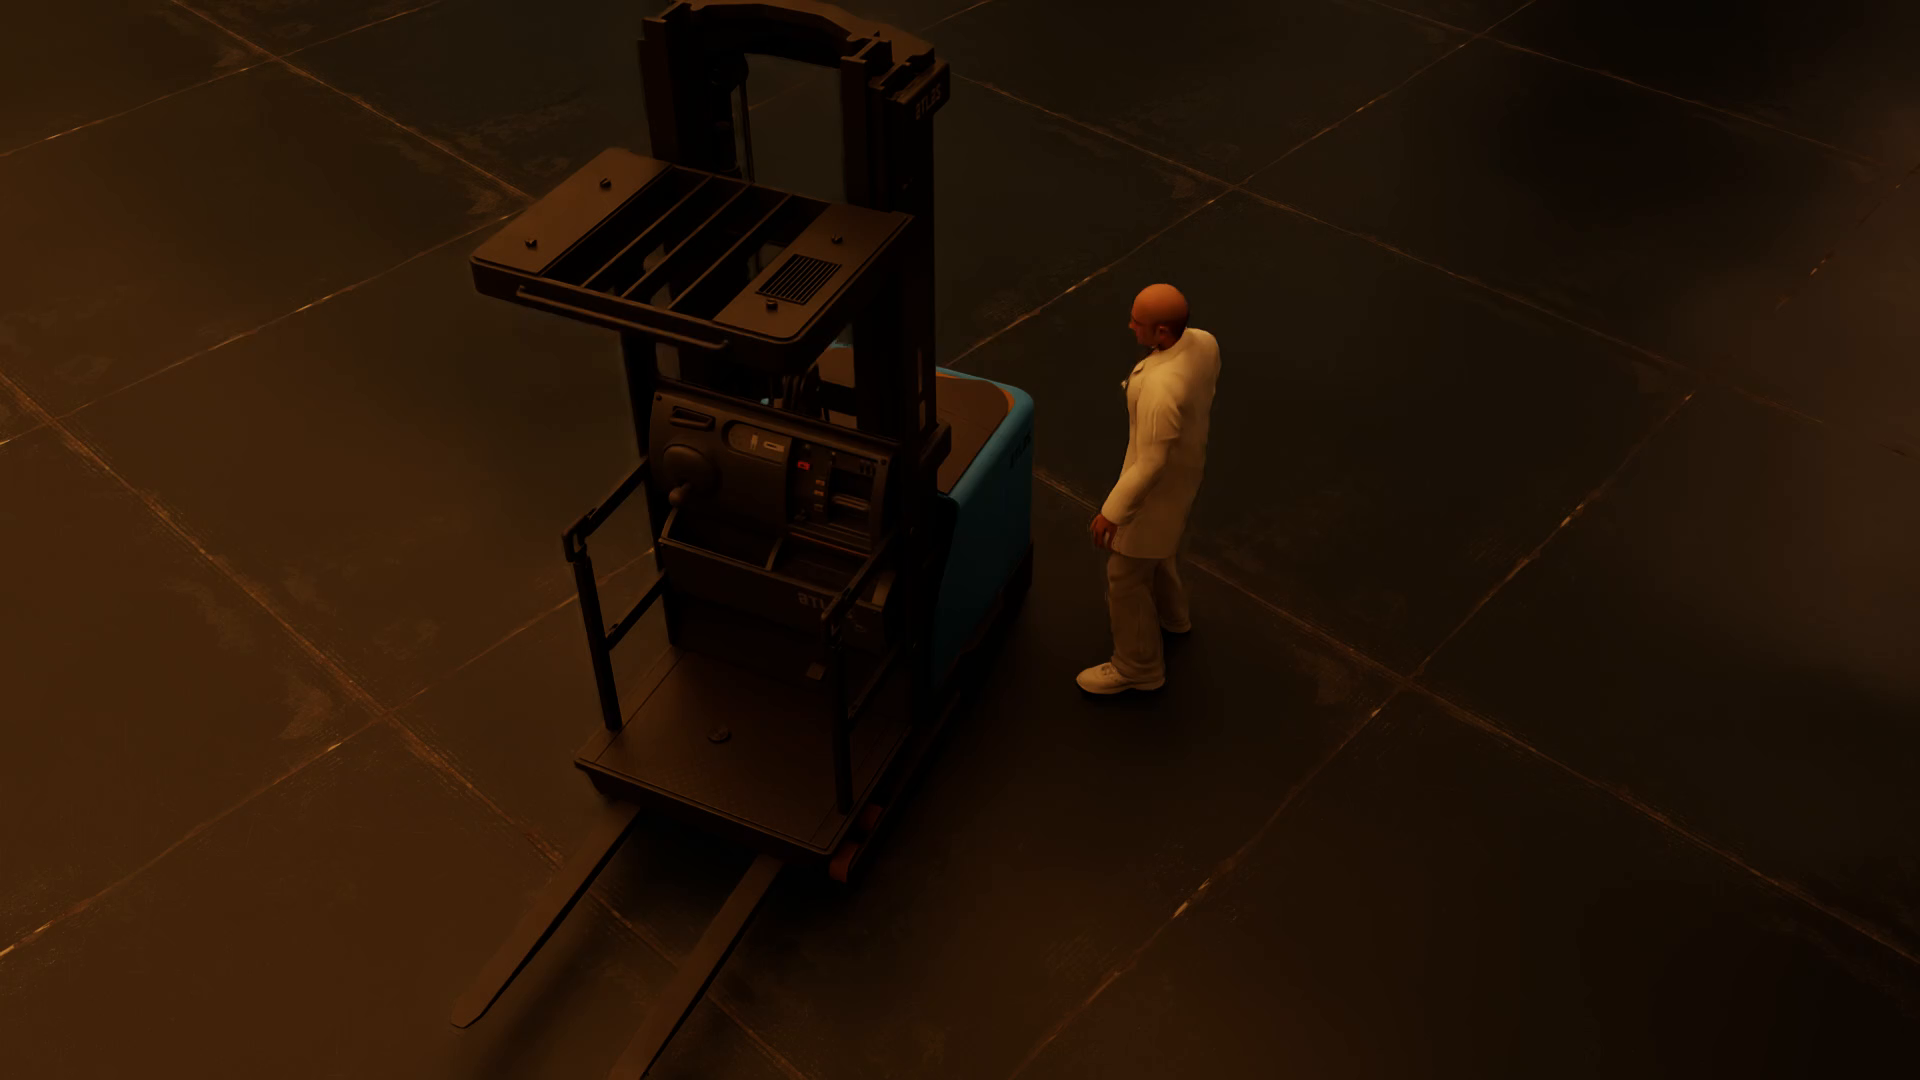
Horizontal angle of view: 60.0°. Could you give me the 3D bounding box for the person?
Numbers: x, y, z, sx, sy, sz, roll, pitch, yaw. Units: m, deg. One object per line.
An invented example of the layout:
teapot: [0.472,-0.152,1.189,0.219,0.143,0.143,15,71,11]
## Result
person: [0.770,-0.243,6.618,0.392,1.754,0.824,15,43,17]

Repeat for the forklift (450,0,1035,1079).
forklift: [-0.753,-0.159,5.614,1.130,2.935,3.031,17,43,18]
